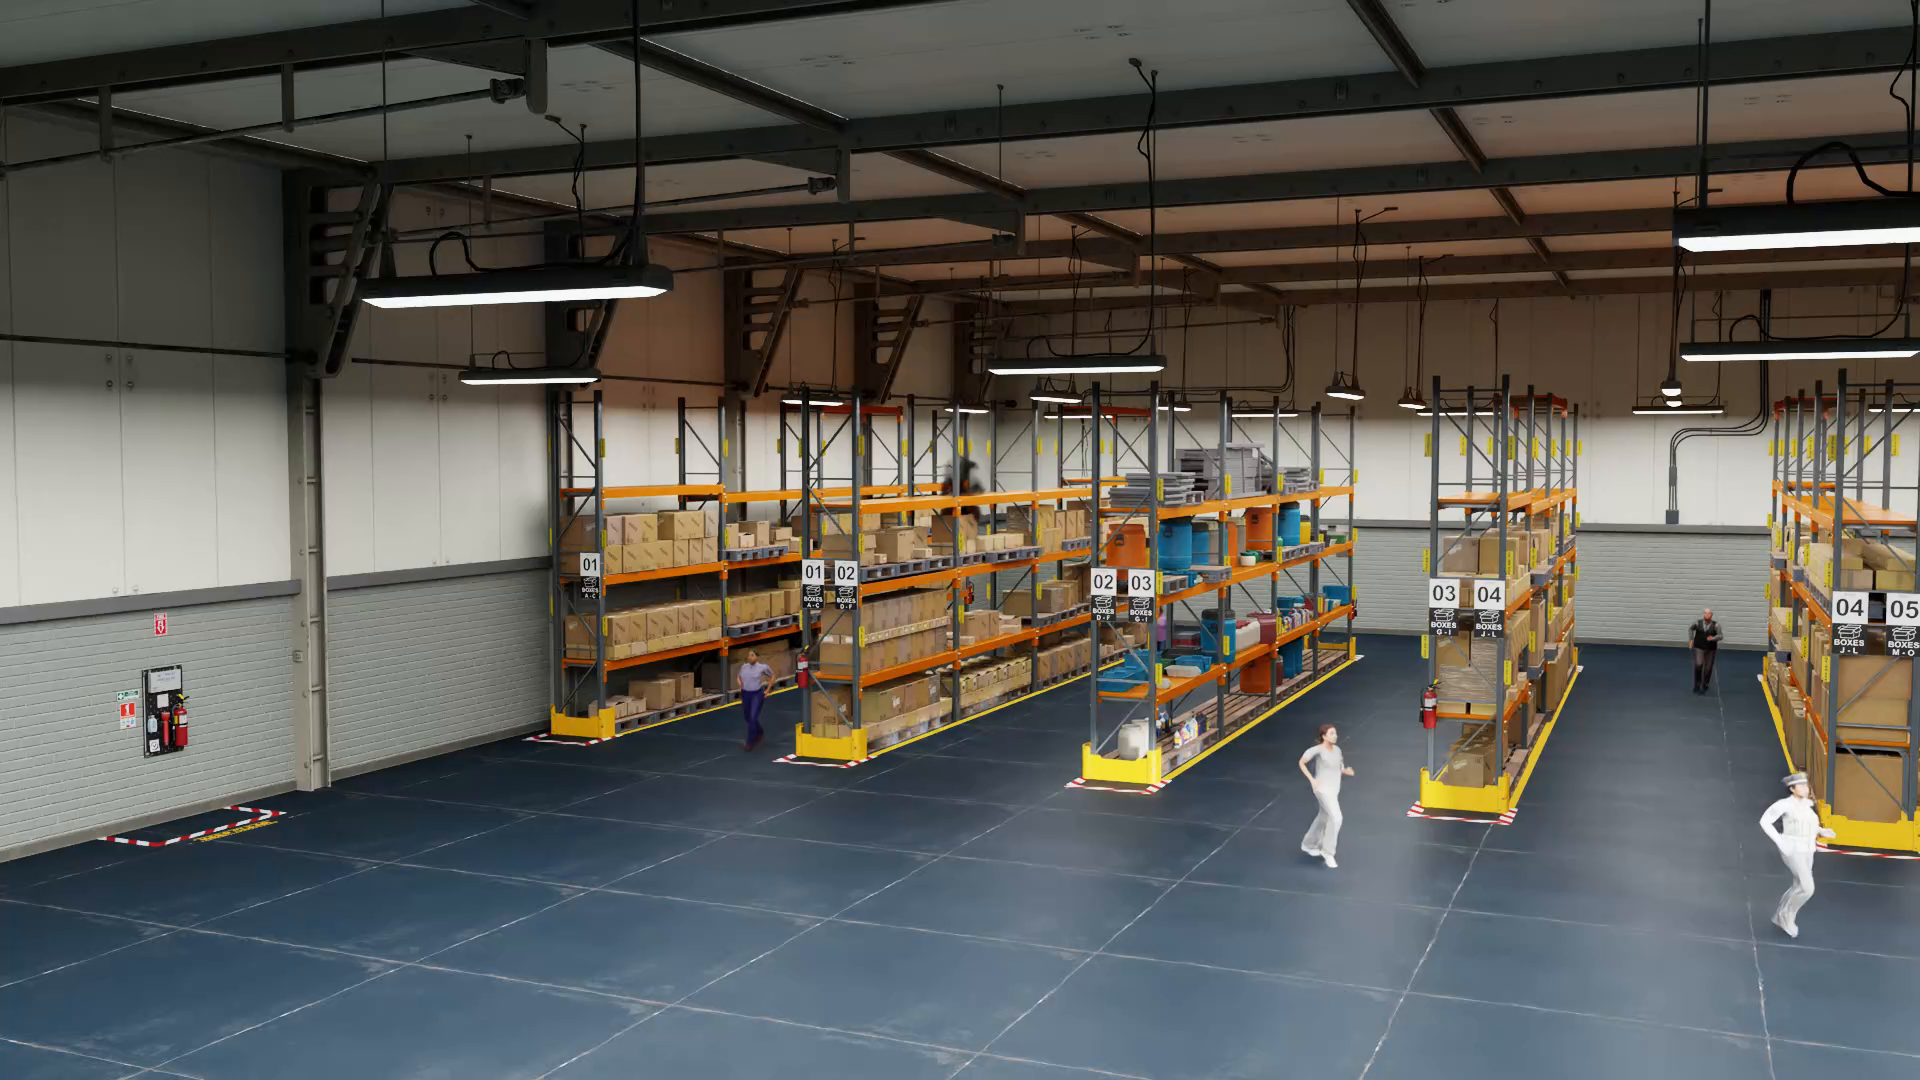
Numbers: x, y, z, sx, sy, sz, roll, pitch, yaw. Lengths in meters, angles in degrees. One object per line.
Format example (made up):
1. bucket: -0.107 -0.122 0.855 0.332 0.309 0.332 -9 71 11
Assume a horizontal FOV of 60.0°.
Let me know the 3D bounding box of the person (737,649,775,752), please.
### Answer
1. person: -3.458 2.644 27.762 0.622 1.651 0.869 1 3 23

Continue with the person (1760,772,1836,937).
1. person: 8.617 3.222 17.039 0.599 1.697 0.625 -2 4 -26

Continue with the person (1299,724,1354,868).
1. person: 4.410 3.067 20.040 0.542 1.720 0.742 -3 4 -40

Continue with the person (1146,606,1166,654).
1. person: 4.287 2.206 35.942 0.535 1.612 0.872 1 3 14

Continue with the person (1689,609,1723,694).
1. person: 15.222 2.273 33.949 0.638 1.756 0.788 1 3 22
